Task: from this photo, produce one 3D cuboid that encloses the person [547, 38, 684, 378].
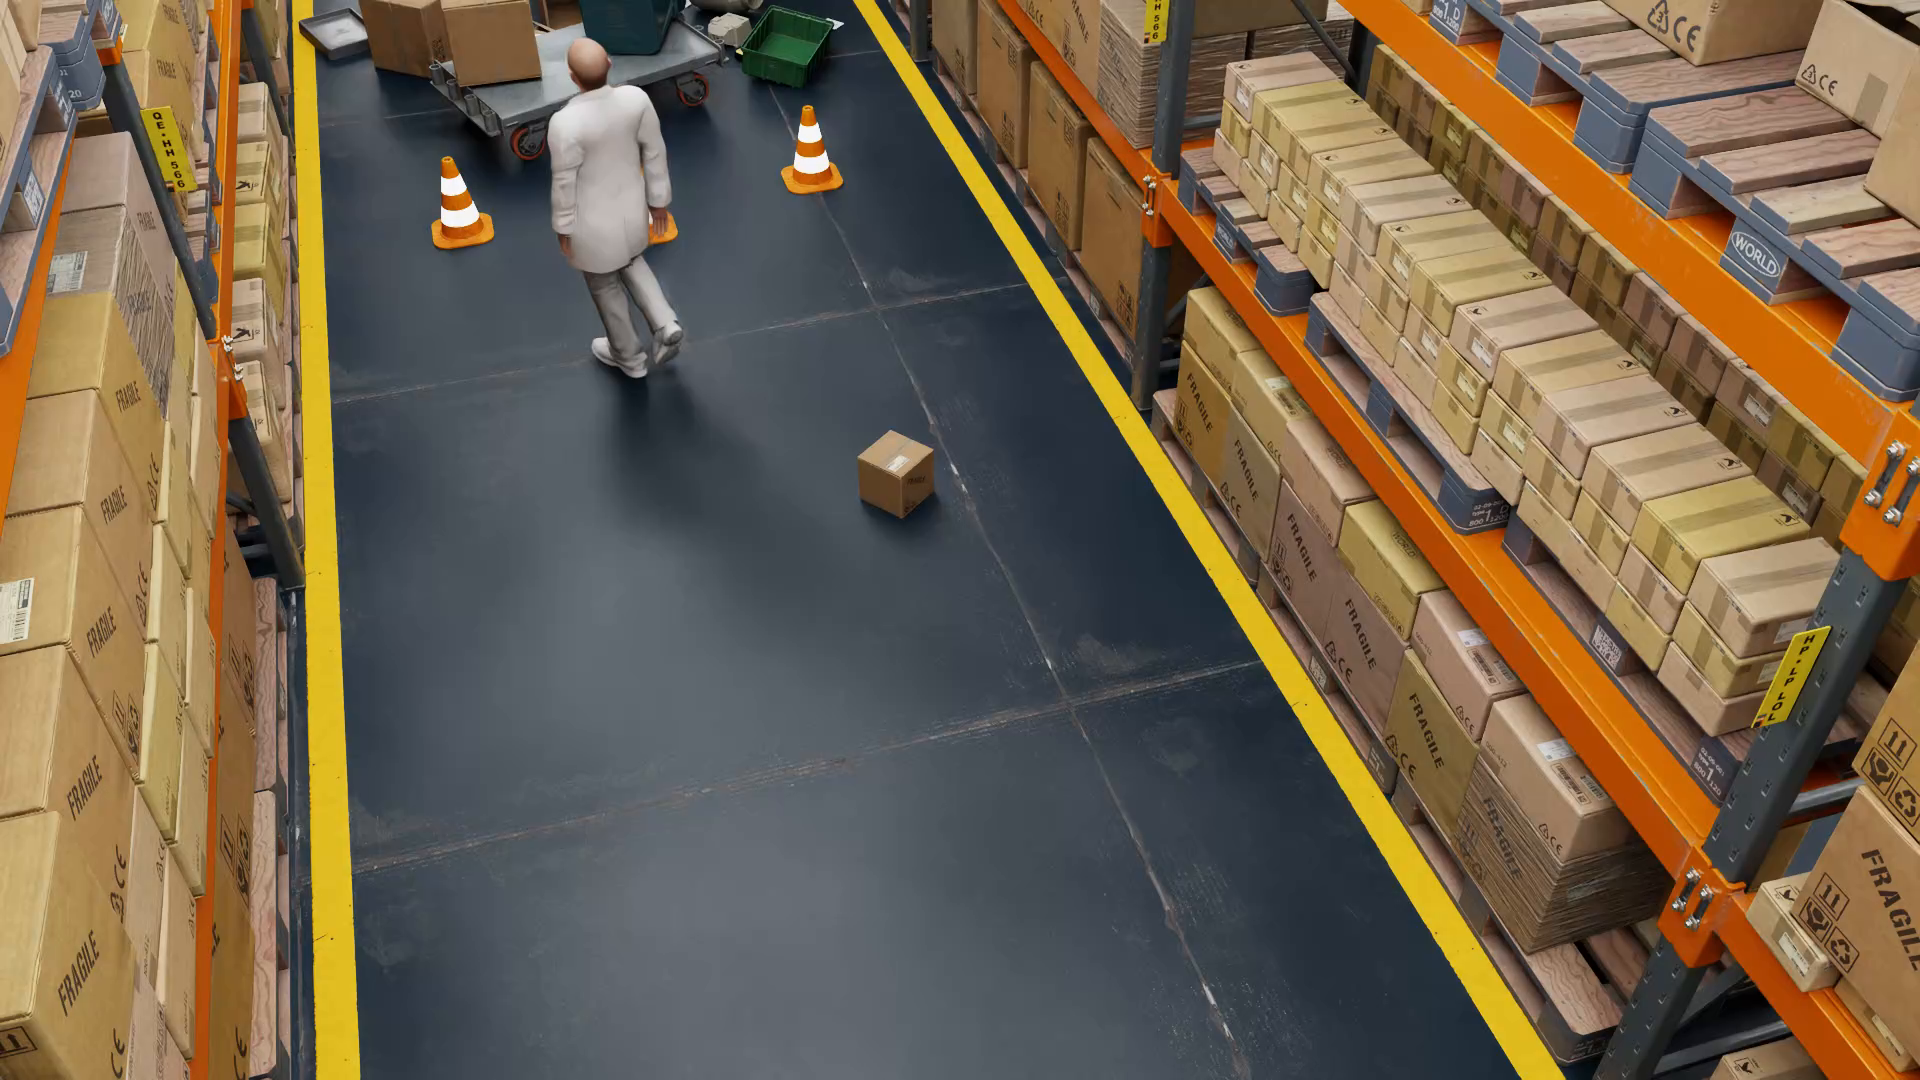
[{"bbox_3d":[-1.646,-1.543,7.870,0.577,1.764,0.569,-33,51,-32],"label":"person"}]
